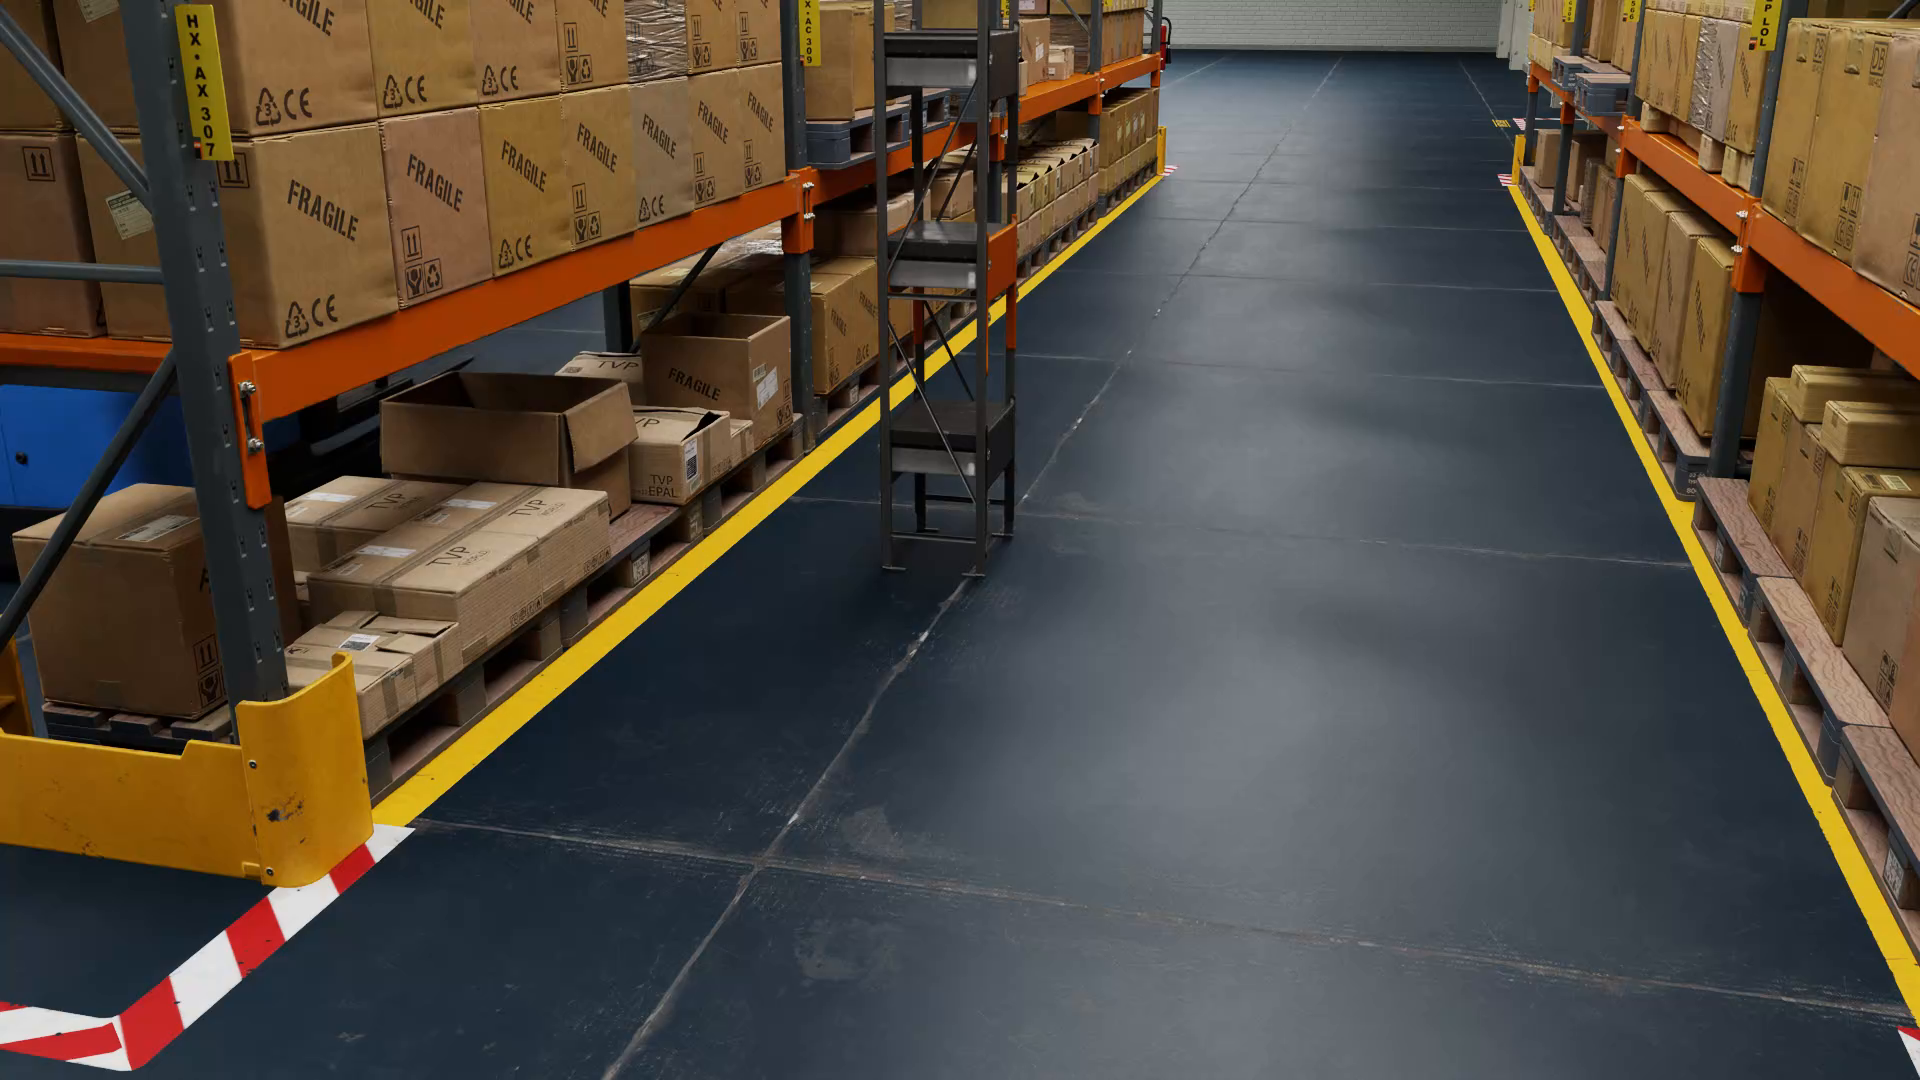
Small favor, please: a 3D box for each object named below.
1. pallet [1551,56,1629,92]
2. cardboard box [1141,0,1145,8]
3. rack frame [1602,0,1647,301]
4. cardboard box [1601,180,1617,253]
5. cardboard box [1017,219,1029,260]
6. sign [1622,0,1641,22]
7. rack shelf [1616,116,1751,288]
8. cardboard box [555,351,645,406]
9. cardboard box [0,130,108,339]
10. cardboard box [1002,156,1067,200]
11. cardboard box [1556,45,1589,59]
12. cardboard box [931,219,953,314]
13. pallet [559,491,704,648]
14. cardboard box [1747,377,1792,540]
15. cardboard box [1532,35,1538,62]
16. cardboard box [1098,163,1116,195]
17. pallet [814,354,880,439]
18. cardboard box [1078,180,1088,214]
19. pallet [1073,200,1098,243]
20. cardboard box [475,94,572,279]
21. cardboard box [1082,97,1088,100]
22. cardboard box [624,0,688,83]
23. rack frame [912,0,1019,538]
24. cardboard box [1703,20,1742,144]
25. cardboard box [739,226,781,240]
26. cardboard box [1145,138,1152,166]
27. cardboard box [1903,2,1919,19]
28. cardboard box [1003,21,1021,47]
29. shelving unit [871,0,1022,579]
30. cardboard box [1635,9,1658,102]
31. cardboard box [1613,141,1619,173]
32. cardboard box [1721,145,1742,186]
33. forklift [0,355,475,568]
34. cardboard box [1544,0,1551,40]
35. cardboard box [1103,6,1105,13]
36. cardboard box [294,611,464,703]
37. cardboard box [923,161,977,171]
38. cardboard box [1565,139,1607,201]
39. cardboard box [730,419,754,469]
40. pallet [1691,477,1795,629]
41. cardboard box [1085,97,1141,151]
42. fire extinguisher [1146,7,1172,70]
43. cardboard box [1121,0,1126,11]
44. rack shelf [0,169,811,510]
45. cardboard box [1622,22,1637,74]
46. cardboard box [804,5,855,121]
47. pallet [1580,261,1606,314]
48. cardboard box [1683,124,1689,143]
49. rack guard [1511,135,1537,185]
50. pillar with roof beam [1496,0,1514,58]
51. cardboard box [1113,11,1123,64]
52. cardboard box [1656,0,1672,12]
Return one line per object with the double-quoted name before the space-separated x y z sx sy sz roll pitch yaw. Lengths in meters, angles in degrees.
"pallet" 5.240 -3.675 13.104 1.003 0.211 1.213 5 19 13
"cardboard box" 1.770 -5.775 17.797 0.380 0.149 0.250 5 20 15
"rack frame" 4.591 -2.741 10.071 1.000 3.000 0.127 5 19 13
"cardboard box" 5.049 -2.306 11.985 0.700 0.500 0.500 5 19 13
"cardboard box" 0.199 -2.169 12.002 0.500 0.250 0.500 5 19 13
"sign" 4.062 -3.291 10.013 0.100 0.325 0.005 5 19 13
"rack shelf" 4.102 -1.773 8.352 1.077 0.370 4.000 5 19 13
"cardboard box" -1.503 -0.698 7.570 0.500 0.311 0.500 5 19 13
"cardboard box" -2.323 -0.832 4.329 0.500 0.500 0.500 5 20 15
"cardboard box" 0.571 -2.921 13.334 0.500 0.311 0.500 4 19 13
"cardboard box" 5.390 -4.105 14.267 0.500 0.250 0.500 5 19 14
"cardboard box" -0.341 -1.682 10.158 0.500 0.500 0.500 4 19 11
"pallet" -1.656 0.042 6.240 1.003 0.211 1.213 5 19 13
"cardboard box" 3.332 -0.276 6.074 0.700 0.500 0.500 5 19 14
"cardboard box" 6.005 -4.895 16.579 0.500 0.250 0.500 4 19 12
"cardboard box" 1.171 -3.403 15.615 0.500 0.250 0.500 5 19 13
"pallet" -1.029 -0.815 8.748 1.003 0.211 1.213 5 19 13
"cardboard box" 0.818 -2.971 14.348 0.500 0.250 0.500 4 19 13
"pallet" 0.622 -2.831 14.649 1.003 0.211 1.213 5 19 13
"cardboard box" -1.558 -1.108 5.136 0.500 0.500 0.500 5 19 13
"cardboard box" 1.025 -4.270 16.992 0.500 0.500 0.500 5 19 13
"cardboard box" -1.309 -1.900 5.907 0.500 0.500 0.500 5 19 14
"rack frame" 0.019 -1.018 6.420 0.400 2.100 0.015 5 19 13
"cardboard box" 3.597 -2.010 7.285 0.500 0.500 0.500 5 19 14
"cardboard box" -0.974 -1.550 9.773 0.500 0.500 0.500 4 19 12
"cardboard box" 1.786 -4.187 17.908 0.500 0.250 0.500 5 19 13
"cardboard box" 3.979 -2.163 6.573 0.500 0.250 0.500 5 20 15
"cardboard box" 0.181 -3.705 12.740 0.500 0.500 0.500 4 19 10
"shelving unit" -0.040 -0.942 6.196 0.431 2.100 0.503 5 19 13
"cardboard box" 4.224 -2.806 9.617 0.500 0.500 0.500 5 20 15
"cardboard box" 5.177 -2.841 12.390 0.500 0.250 0.500 4 19 12
"cardboard box" 3.460 -1.587 7.050 0.380 0.149 0.250 5 19 14
"forklift" -3.185 -1.694 7.111 1.130 2.935 3.031 3 19 10
"cardboard box" 5.760 -4.937 15.543 0.500 0.500 0.500 5 20 15
"cardboard box" 1.140 -4.967 15.432 0.380 0.149 0.250 4 19 12
"cardboard box" -1.671 0.327 4.792 0.380 0.166 0.250 5 19 13
"cardboard box" -0.078 -2.799 12.977 0.500 0.311 0.500 5 19 13
"cardboard box" 5.783 -3.348 15.036 0.500 0.500 0.500 3 19 9
"cardboard box" -1.088 -0.413 6.985 0.380 0.149 0.250 5 19 13
"pallet" 3.352 0.065 6.171 1.003 0.211 1.213 5 19 13
"cardboard box" 1.545 -4.228 16.869 0.500 0.500 0.500 5 19 13
"fire extinguisher" 2.220 -5.602 18.567 0.296 0.674 0.183 5 19 13
"cardboard box" 1.456 -5.371 16.614 0.380 0.149 0.250 4 19 13
"rack shelf" -1.679 -0.910 5.823 1.077 0.370 4.000 5 19 13
"cardboard box" 4.806 -3.322 10.936 0.700 0.500 0.500 3 19 8
"cardboard box" -0.858 -2.254 7.841 0.700 0.500 0.500 -2 19 -5
"pallet" 4.783 -1.666 11.238 1.003 0.211 1.213 5 19 13
"cardboard box" 3.999 -2.141 8.672 0.380 0.149 0.250 5 19 14
"rack guard" 6.527 -4.041 17.746 1.175 0.500 0.348 5 19 13
"pillar with roof beam" 10.369 -17.542 44.124 9.100 9.000 0.400 5 19 13
"cardboard box" 1.239 -5.055 16.691 0.700 0.500 0.500 5 20 15
"cardboard box" 4.099 -3.003 9.031 0.500 0.250 0.500 4 19 13
